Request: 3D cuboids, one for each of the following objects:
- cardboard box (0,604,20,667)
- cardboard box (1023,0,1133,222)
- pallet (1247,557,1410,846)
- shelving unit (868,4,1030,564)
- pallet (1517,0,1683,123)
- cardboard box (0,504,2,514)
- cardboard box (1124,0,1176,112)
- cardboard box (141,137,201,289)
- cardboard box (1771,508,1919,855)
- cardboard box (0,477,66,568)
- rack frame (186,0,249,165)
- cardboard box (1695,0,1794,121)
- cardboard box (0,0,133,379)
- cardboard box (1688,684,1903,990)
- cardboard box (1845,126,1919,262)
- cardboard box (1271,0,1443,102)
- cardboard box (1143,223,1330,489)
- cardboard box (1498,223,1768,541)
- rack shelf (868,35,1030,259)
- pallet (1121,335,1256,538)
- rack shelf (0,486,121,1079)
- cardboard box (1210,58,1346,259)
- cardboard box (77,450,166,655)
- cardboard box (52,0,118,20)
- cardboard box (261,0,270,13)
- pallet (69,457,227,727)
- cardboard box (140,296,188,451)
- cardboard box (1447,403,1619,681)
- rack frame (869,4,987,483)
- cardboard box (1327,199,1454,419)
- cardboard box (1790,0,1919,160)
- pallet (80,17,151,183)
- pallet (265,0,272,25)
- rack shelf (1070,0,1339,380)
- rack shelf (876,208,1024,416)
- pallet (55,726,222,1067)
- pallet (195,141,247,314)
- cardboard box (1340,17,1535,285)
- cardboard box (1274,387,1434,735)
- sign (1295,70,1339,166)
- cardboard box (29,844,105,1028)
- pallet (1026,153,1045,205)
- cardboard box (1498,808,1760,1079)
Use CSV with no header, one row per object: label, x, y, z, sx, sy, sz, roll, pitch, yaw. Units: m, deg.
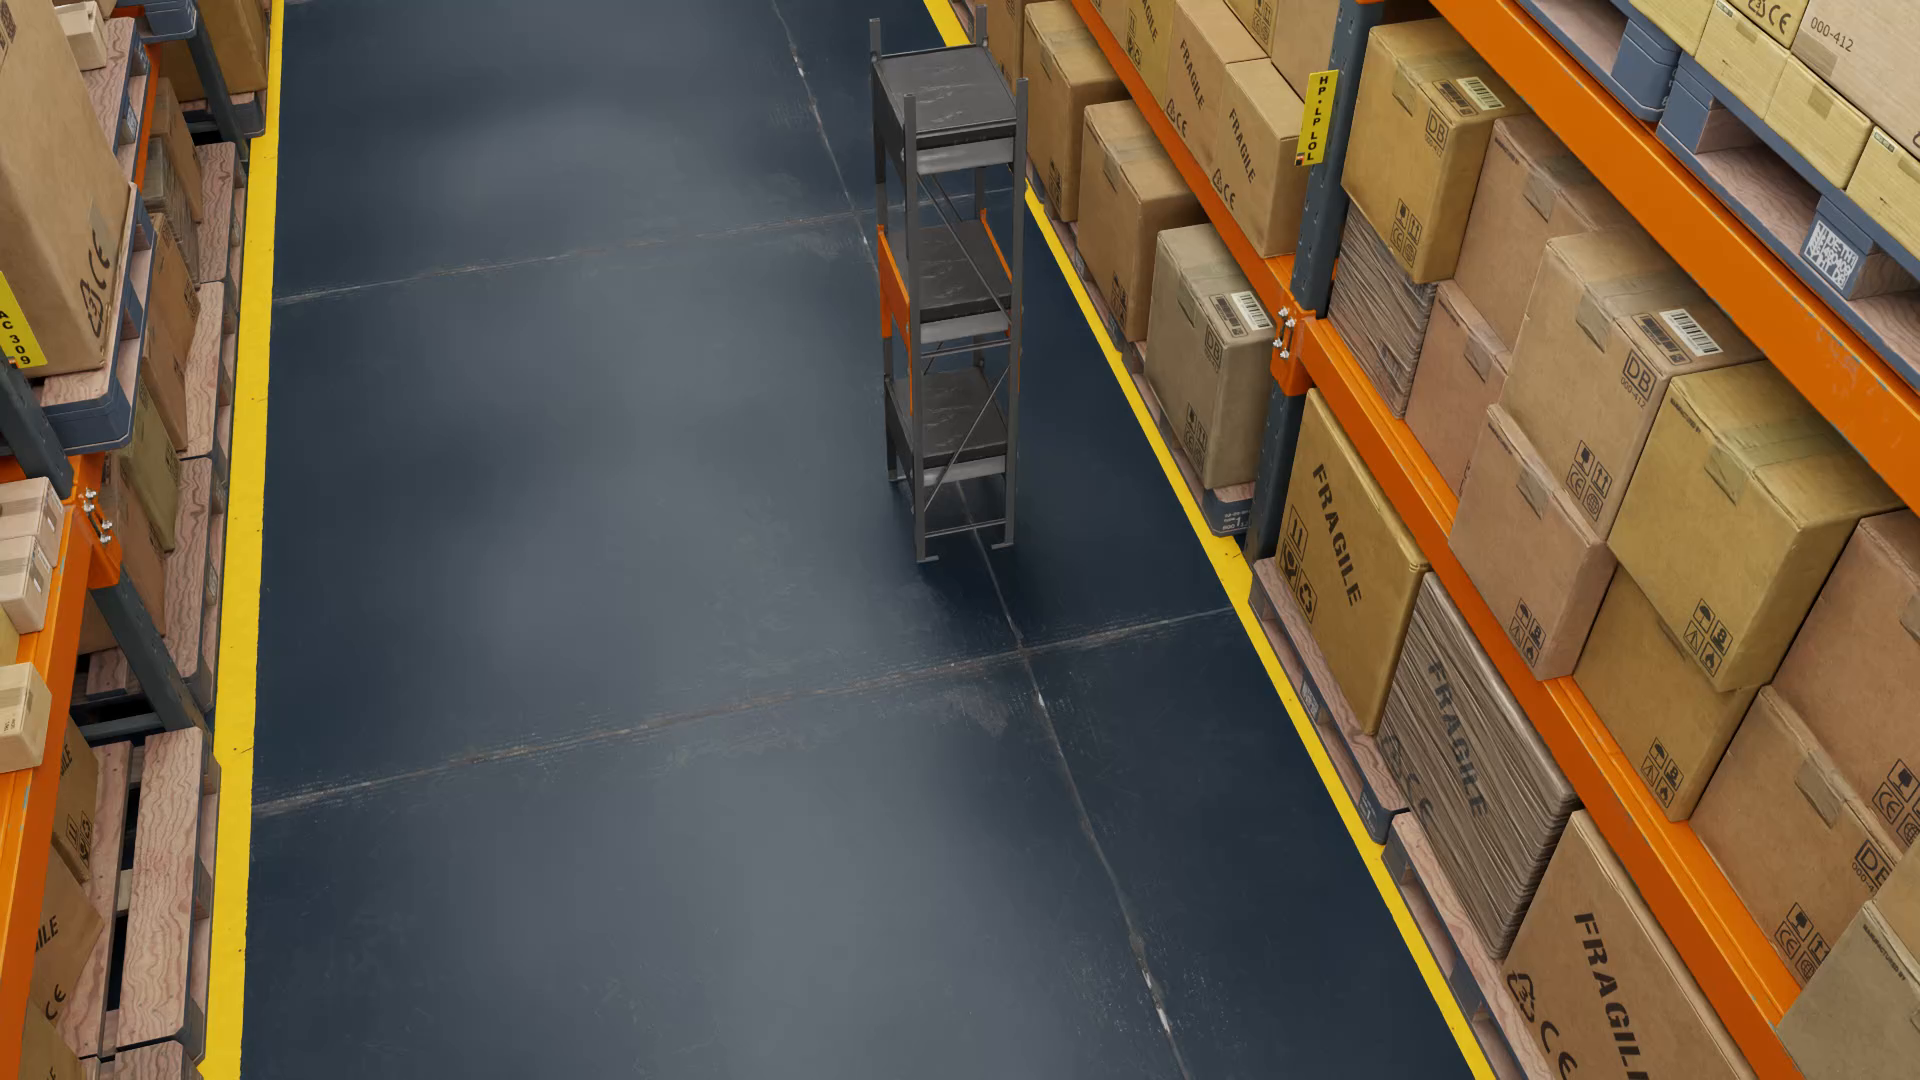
cardboard box,-2.786,0.338,4.495,0.380,0.149,0.250,-11,47,-10
cardboard box,0.907,-2.121,8.010,1.050,0.750,0.750,-10,46,-10
pallet,1.754,0.475,6.136,1.003,0.211,1.213,-11,47,-10
shelving unit,-0.042,-0.849,6.112,0.431,2.100,0.503,-11,47,-10
pallet,1.834,-1.492,4.074,1.003,0.211,1.213,-11,47,-10
cardboard box,-3.130,-0.020,4.391,0.875,0.500,0.500,-11,47,-10
cardboard box,0.984,-2.084,6.622,0.500,0.500,0.500,-10,46,-10
cardboard box,-3.864,-1.404,7.468,0.700,0.500,0.500,-14,47,-14
cardboard box,2.359,0.254,3.540,0.875,0.550,0.550,-11,47,-10
cardboard box,-2.846,-0.020,4.845,0.380,0.149,0.250,-11,47,-10
rack frame,-4.210,-2.964,7.555,1.000,3.000,0.127,-11,47,-10
cardboard box,1.727,-0.991,3.333,0.380,0.149,0.250,-11,47,-10
cardboard box,-3.254,-1.134,5.047,1.000,1.000,1.000,-10,46,-10
cardboard box,2.336,0.636,3.921,0.875,0.550,0.550,-11,47,-10
cardboard box,1.856,-0.643,2.991,0.380,0.149,0.250,-10,46,-10
cardboard box,1.502,-1.767,5.611,0.700,0.500,0.500,-11,47,-11
cardboard box,1.389,-0.812,6.726,1.050,0.750,0.750,-11,47,-11
cardboard box,1.955,-0.453,4.233,0.875,0.550,0.550,-11,47,-10
rack shelf,-0.042,-1.330,5.622,0.431,0.518,0.480,-11,47,-10
pallet,1.364,-0.583,7.173,1.003,0.211,1.213,-11,47,-10
rack shelf,-2.674,1.430,3.752,1.077,0.370,4.000,-11,47,-10
cardboard box,1.243,-1.386,5.938,0.500,0.500,0.500,-11,47,-11
cardboard box,-3.322,0.090,6.003,0.700,0.500,0.500,-14,47,-13
cardboard box,-3.793,-2.414,6.651,0.700,0.500,0.500,-4,46,-4
cardboard box,-4.587,-3.465,9.239,1.225,0.875,0.875,-11,47,-10
pallet,-3.386,0.236,6.371,1.003,0.211,1.213,-11,47,-10
cardboard box,-3.570,-0.629,6.708,0.700,0.500,0.500,-14,47,-14
cardboard box,1.928,-0.070,4.613,0.875,0.550,0.550,-11,47,-10
rack frame,-0.105,-1.018,6.277,0.400,2.100,0.015,-11,47,-10
cardboard box,1.741,-0.840,5.368,0.875,0.550,0.550,-11,47,-10
cardboard box,1.880,-0.889,2.953,0.500,0.250,0.500,-10,46,-10
pallet,-3.663,-1.538,6.291,1.003,0.211,1.213,-11,47,-10
pallet,-4.647,-3.387,9.922,1.003,0.211,1.213,-11,47,-10
rack shelf,1.123,-2.169,7.279,1.077,0.370,4.000,-11,47,-10
rack shelf,-0.042,-0.840,6.122,0.431,0.518,0.480,-11,47,-10
pallet,-2.980,1.230,5.396,1.003,0.211,1.213,-11,47,-10
pallet,-4.011,-1.449,8.022,1.003,0.211,1.213,-11,47,-10
cardboard box,1.696,-1.209,4.974,0.875,0.550,0.550,-11,47,-10
cardboard box,1.728,0.004,5.840,0.875,0.875,0.875,-10,46,-10
sign,1.113,-1.311,5.180,0.100,0.325,0.005,-11,47,-10
cardboard box,-2.968,1.203,4.927,0.500,0.500,0.500,3,46,2
pallet,0.740,-2.267,8.824,1.003,0.211,1.213,-11,47,-10
cardboard box,2.194,1.255,4.613,0.875,0.875,0.875,-11,47,-11
